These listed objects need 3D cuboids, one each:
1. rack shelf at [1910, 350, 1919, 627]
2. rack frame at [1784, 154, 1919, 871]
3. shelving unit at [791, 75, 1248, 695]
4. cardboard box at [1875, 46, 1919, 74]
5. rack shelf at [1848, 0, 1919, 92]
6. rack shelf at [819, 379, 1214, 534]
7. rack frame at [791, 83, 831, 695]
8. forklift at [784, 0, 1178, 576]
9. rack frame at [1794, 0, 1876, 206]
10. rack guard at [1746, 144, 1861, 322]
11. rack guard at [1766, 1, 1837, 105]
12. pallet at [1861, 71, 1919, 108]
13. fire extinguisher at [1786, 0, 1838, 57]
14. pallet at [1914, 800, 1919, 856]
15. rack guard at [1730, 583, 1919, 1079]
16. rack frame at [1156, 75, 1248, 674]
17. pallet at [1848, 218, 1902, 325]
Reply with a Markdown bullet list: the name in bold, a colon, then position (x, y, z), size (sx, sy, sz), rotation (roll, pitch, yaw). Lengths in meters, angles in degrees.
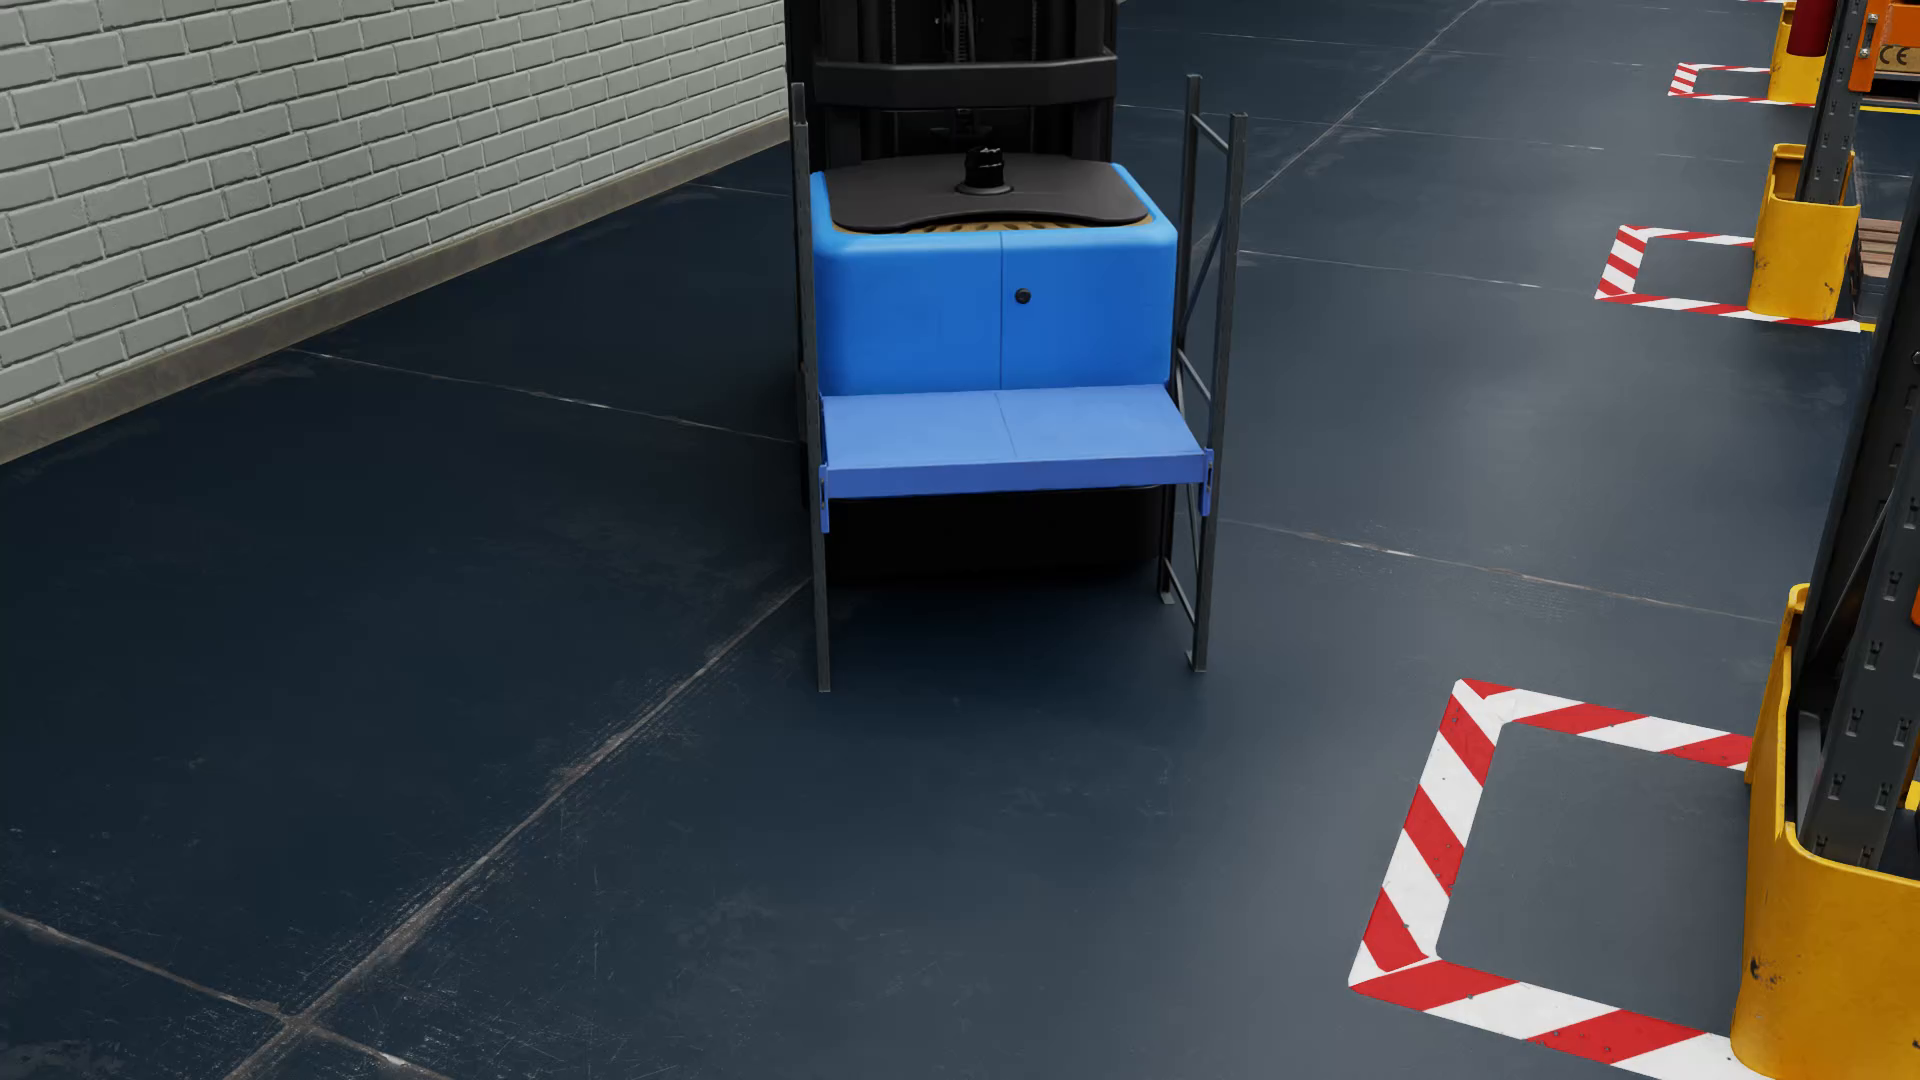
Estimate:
- **rack shelf**: position (3.629, 0.137, 2.391), size (4.000, 0.370, 1.077), rotation (11, 28, 22)
- **rack frame**: position (1.808, -0.552, 2.975), size (0.127, 3.000, 1.000), rotation (11, 28, 22)
- **shelving unit**: position (0.121, -0.396, 4.356), size (1.048, 1.500, 0.538), rotation (-3, 26, -5)
- **cardboard box**: position (6.528, -3.685, 11.268), size (0.875, 0.875, 0.875), rotation (11, 28, 22)
- **rack shelf**: position (5.683, -1.854, 6.435), size (4.000, 0.370, 1.077), rotation (11, 28, 22)
- **rack shelf**: position (0.121, -0.235, 4.436), size (1.000, 0.185, 0.538), rotation (-3, 26, -5)
- **rack frame**: position (-0.385, -0.373, 4.310), size (0.032, 1.500, 0.500), rotation (-3, 26, -5)
- **forklift**: position (-0.059, -1.829, 5.647), size (1.130, 2.935, 3.031), rotation (-3, 26, -6)
- **rack frame**: position (3.862, -2.543, 7.019), size (0.127, 3.000, 1.000), rotation (11, 28, 22)
- **rack guard**: position (3.835, -1.421, 7.569), size (0.348, 0.500, 1.175), rotation (11, 28, 22)
- **rack guard**: position (5.891, -3.417, 11.625), size (0.348, 0.500, 1.175), rotation (11, 28, 22)
- **pallet**: position (6.673, -3.169, 11.447), size (1.213, 0.211, 1.003), rotation (11, 28, 22)
- **fire extinguisher**: position (3.913, -2.551, 7.545), size (0.183, 0.674, 0.296), rotation (11, 28, 22)
- **pallet**: position (2.604, 0.859, 3.267), size (1.213, 0.211, 1.003), rotation (11, 28, 22)
- **rack guard**: position (1.878, 0.584, 3.499), size (0.348, 0.500, 1.175), rotation (11, 28, 22)
- **rack frame**: position (0.626, -0.419, 4.403), size (0.032, 1.500, 0.500), rotation (-3, 26, -5)
- **pallet**: position (4.597, -1.125, 7.297), size (1.213, 0.211, 1.003), rotation (11, 28, 22)
